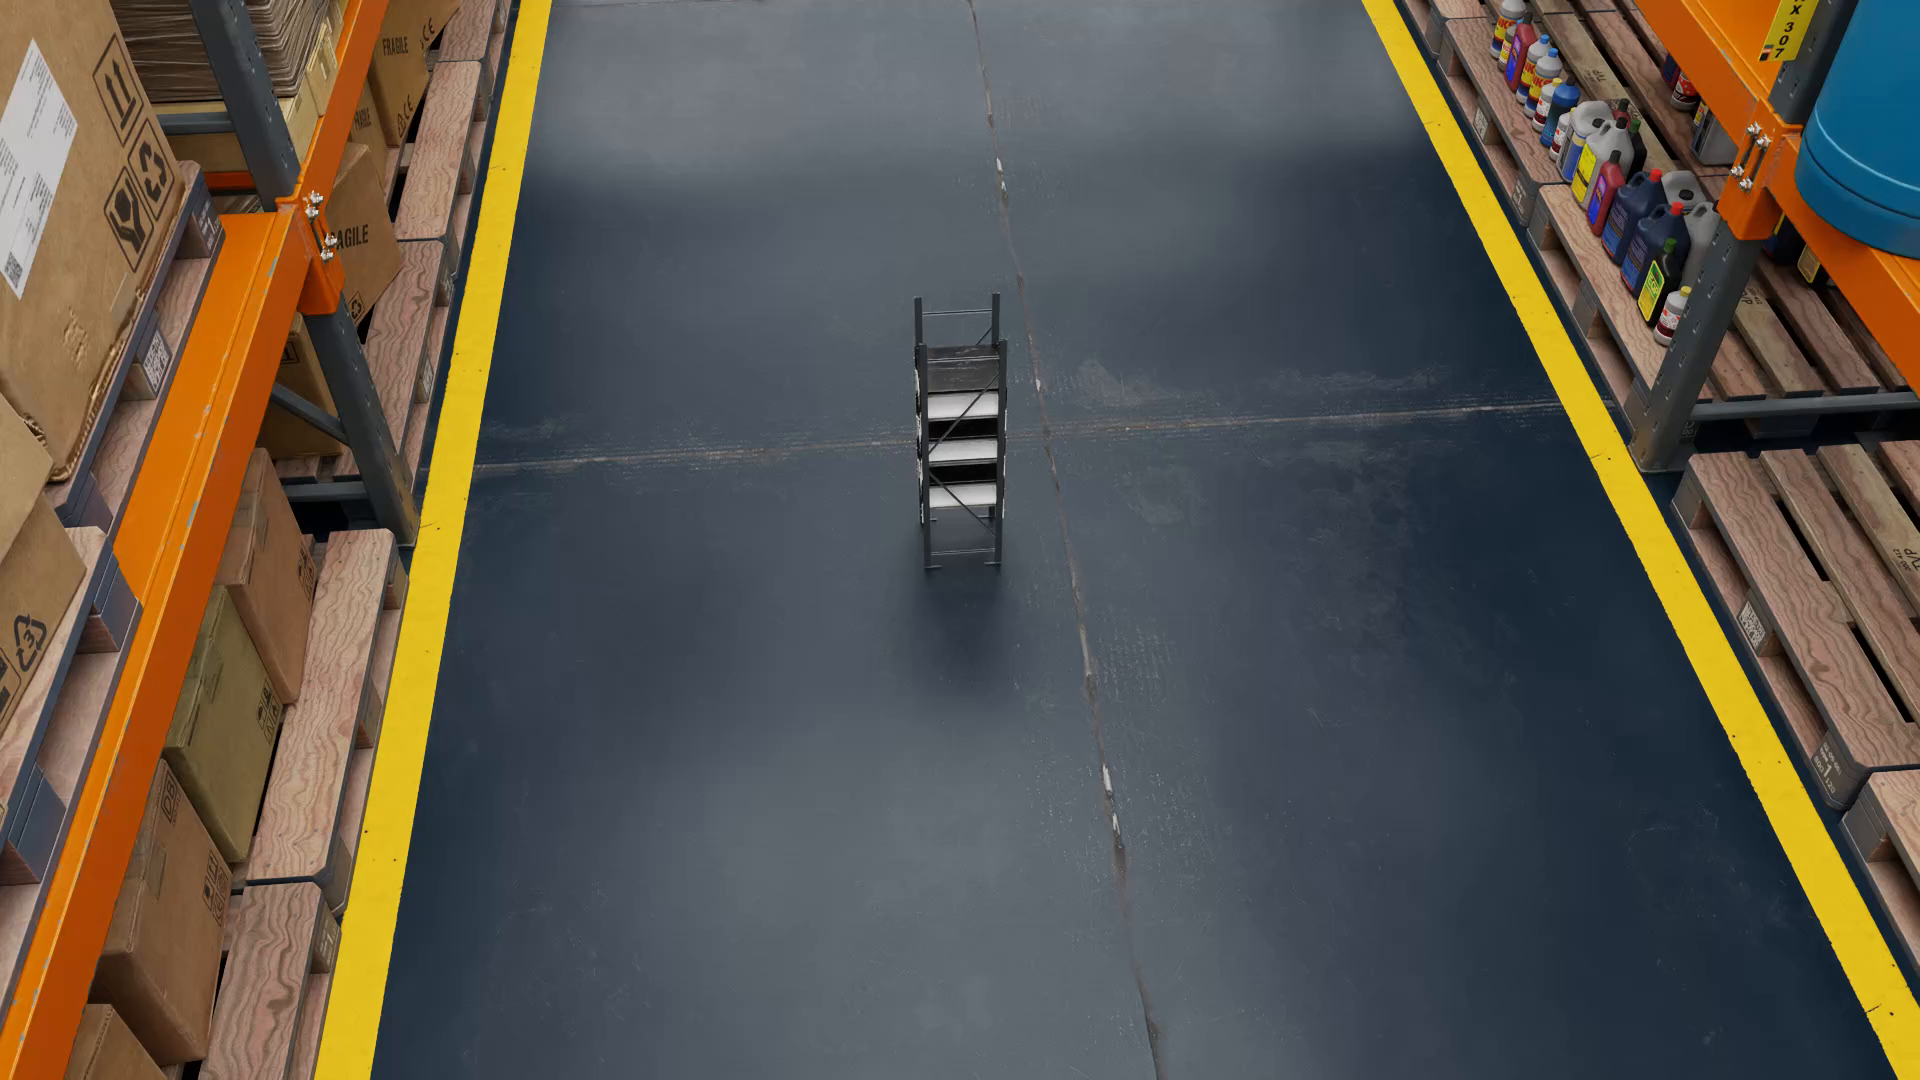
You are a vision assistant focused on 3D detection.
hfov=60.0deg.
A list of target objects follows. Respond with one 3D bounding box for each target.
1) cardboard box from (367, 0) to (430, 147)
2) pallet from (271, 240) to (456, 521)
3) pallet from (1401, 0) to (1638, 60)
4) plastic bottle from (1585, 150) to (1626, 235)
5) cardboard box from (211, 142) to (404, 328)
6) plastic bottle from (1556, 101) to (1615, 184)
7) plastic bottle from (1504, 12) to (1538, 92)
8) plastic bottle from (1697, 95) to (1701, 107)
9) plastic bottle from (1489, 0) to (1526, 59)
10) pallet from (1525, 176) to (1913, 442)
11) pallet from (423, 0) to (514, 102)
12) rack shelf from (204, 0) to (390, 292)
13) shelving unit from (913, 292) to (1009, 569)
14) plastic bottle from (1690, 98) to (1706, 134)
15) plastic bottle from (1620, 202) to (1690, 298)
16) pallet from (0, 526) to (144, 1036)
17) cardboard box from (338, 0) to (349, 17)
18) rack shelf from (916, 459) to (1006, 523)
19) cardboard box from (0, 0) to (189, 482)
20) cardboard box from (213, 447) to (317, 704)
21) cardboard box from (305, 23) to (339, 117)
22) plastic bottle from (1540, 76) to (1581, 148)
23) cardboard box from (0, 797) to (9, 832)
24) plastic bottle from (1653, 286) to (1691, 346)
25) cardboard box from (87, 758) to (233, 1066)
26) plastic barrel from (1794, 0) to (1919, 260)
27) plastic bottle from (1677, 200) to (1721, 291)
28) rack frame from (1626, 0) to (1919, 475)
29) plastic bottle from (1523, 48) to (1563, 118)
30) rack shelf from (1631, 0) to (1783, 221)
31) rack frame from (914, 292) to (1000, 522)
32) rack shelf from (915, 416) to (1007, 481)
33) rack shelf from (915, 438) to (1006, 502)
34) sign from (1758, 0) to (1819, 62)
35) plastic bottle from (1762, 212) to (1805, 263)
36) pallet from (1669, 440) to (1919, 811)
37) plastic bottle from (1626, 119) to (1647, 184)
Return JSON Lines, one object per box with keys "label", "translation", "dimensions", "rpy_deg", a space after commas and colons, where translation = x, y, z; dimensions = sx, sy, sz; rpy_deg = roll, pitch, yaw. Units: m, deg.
{"label": "cardboard box", "translation": [-2.395, -1.860, 6.378], "dimensions": [0.500, 0.500, 0.500], "rpy_deg": [0, 47, 0]}
{"label": "pallet", "translation": [-2.305, -0.543, 5.619], "dimensions": [1.003, 0.211, 1.213], "rpy_deg": [-3, 47, -3]}
{"label": "pallet", "translation": [2.503, -2.614, 7.580], "dimensions": [1.003, 0.211, 1.213], "rpy_deg": [-3, 47, -3]}
{"label": "plastic bottle", "translation": [2.310, -1.239, 5.925], "dimensions": [0.061, 0.283, 0.133], "rpy_deg": [-1, 47, -1]}
{"label": "cardboard box", "translation": [-2.263, -1.009, 5.572], "dimensions": [0.500, 0.500, 0.500], "rpy_deg": [10, 47, 9]}
{"label": "plastic bottle", "translation": [2.328, -1.472, 6.152], "dimensions": [0.152, 0.276, 0.135], "rpy_deg": [-3, 47, -3]}
{"label": "plastic bottle", "translation": [2.229, -1.935, 6.584], "dimensions": [0.061, 0.283, 0.133], "rpy_deg": [-3, 47, -3]}
{"label": "plastic bottle", "translation": [2.983, -1.841, 6.501], "dimensions": [0.152, 0.276, 0.135], "rpy_deg": [-5, 47, -4]}
{"label": "plastic bottle", "translation": [2.228, -2.095, 6.745], "dimensions": [0.097, 0.271, 0.097], "rpy_deg": [0, 47, 0]}
{"label": "pallet", "translation": [2.707, -0.849, 5.908], "dimensions": [1.003, 0.211, 1.213], "rpy_deg": [-3, 47, -3]}
{"label": "pallet", "translation": [-2.509, -2.308, 7.291], "dimensions": [1.003, 0.211, 1.213], "rpy_deg": [-3, 47, -3]}
{"label": "rack shelf", "translation": [-2.381, -2.218, 5.780], "dimensions": [1.077, 0.370, 4.000], "rpy_deg": [-3, 47, -3]}
{"label": "shelving unit", "translation": [0.001, -0.304, 4.918], "dimensions": [0.258, 0.900, 0.210], "rpy_deg": [-3, 47, -3]}
{"label": "plastic bottle", "translation": [2.884, -1.657, 6.378], "dimensions": [0.097, 0.201, 0.097], "rpy_deg": [0, 47, 0]}
{"label": "plastic bottle", "translation": [2.381, -1.008, 5.660], "dimensions": [0.144, 0.351, 0.185], "rpy_deg": [-5, 47, -4]}
{"label": "pallet", "translation": [-2.085, 0.512, 2.831], "dimensions": [1.003, 0.211, 1.213], "rpy_deg": [-3, 47, -3]}
{"label": "cardboard box", "translation": [-2.019, -1.647, 4.917], "dimensions": [0.380, 0.149, 0.250], "rpy_deg": [-3, 47, -3]}
{"label": "rack shelf", "translation": [0.001, -0.157, 5.073], "dimensions": [0.258, 0.077, 0.200], "rpy_deg": [-3, 47, -3]}
{"label": "cardboard box", "translation": [-2.287, -0.785, 3.225], "dimensions": [1.000, 1.000, 1.000], "rpy_deg": [-3, 47, -3]}
{"label": "cardboard box", "translation": [-2.184, 0.136, 4.474], "dimensions": [0.700, 0.500, 0.500], "rpy_deg": [-7, 47, -6]}
{"label": "cardboard box", "translation": [-1.940, -1.287, 4.576], "dimensions": [0.380, 0.149, 0.250], "rpy_deg": [-3, 47, -3]}
{"label": "plastic bottle", "translation": [2.282, -1.628, 6.302], "dimensions": [0.097, 0.271, 0.097], "rpy_deg": [0, 47, 0]}
{"label": "cardboard box", "translation": [-1.790, 0.557, 2.471], "dimensions": [0.500, 0.250, 0.500], "rpy_deg": [-5, 47, -4]}
{"label": "plastic bottle", "translation": [2.381, -0.752, 5.520], "dimensions": [0.097, 0.201, 0.097], "rpy_deg": [0, 47, 0]}
{"label": "cardboard box", "translation": [-2.115, 0.887, 3.763], "dimensions": [0.700, 0.500, 0.500], "rpy_deg": [-7, 47, -7]}
{"label": "plastic barrel", "translation": [2.452, -1.193, 3.969], "dimensions": [0.600, 0.901, 0.708], "rpy_deg": [-3, 47, -3]}
{"label": "plastic bottle", "translation": [2.524, -1.017, 5.668], "dimensions": [0.144, 0.351, 0.185], "rpy_deg": [-3, 47, -3]}
{"label": "rack frame", "translation": [2.722, -1.319, 4.433], "dimensions": [1.000, 3.000, 0.127], "rpy_deg": [-3, 47, -3]}
{"label": "plastic bottle", "translation": [2.265, -1.775, 6.441], "dimensions": [0.097, 0.271, 0.097], "rpy_deg": [0, 47, 0]}
{"label": "rack shelf", "translation": [2.554, -2.519, 6.065], "dimensions": [1.077, 0.370, 4.000], "rpy_deg": [-3, 47, -3]}
{"label": "rack frame", "translation": [-0.008, -0.377, 4.987], "dimensions": [0.240, 0.900, 0.006], "rpy_deg": [-3, 47, -3]}
{"label": "rack shelf", "translation": [0.001, -0.281, 4.942], "dimensions": [0.258, 0.077, 0.200], "rpy_deg": [-3, 47, -3]}
{"label": "rack shelf", "translation": [0.001, -0.219, 5.007], "dimensions": [0.258, 0.077, 0.200], "rpy_deg": [-3, 47, -3]}
{"label": "sign", "translation": [2.173, -1.389, 4.309], "dimensions": [0.100, 0.325, 0.005], "rpy_deg": [-3, 47, -3]}
{"label": "plastic bottle", "translation": [2.924, -1.160, 5.804], "dimensions": [0.144, 0.351, 0.185], "rpy_deg": [-3, 47, -3]}
{"label": "pallet", "translation": [2.826, 0.206, 4.910], "dimensions": [1.003, 0.211, 1.213], "rpy_deg": [-3, 47, -3]}
{"label": "plastic bottle", "translation": [2.438, -1.382, 6.061], "dimensions": [0.061, 0.283, 0.133], "rpy_deg": [-3, 47, -3]}
